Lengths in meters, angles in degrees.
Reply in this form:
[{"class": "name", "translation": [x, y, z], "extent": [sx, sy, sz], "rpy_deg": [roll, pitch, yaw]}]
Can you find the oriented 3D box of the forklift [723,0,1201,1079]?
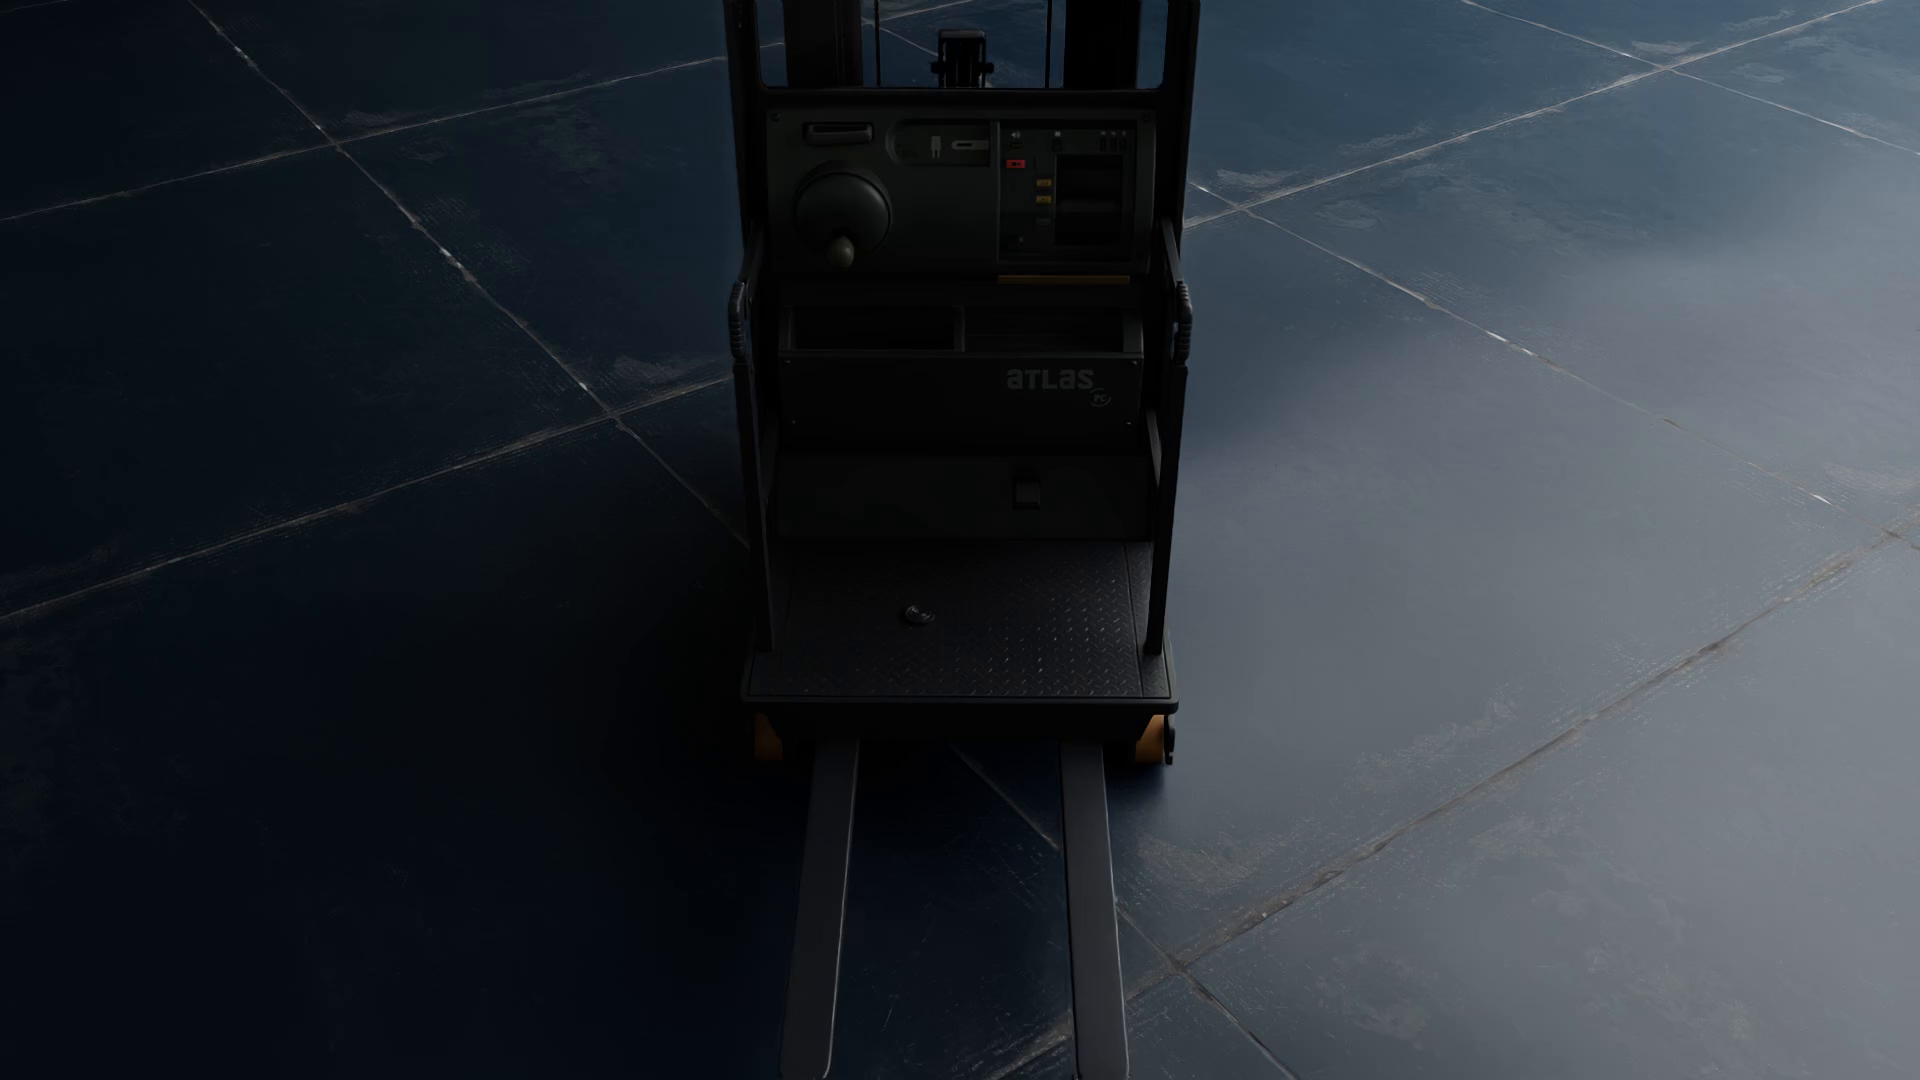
[{"class": "forklift", "translation": [0.002, -0.779, 3.823], "extent": [1.130, 2.935, 3.031], "rpy_deg": [0, 36, 0]}]
